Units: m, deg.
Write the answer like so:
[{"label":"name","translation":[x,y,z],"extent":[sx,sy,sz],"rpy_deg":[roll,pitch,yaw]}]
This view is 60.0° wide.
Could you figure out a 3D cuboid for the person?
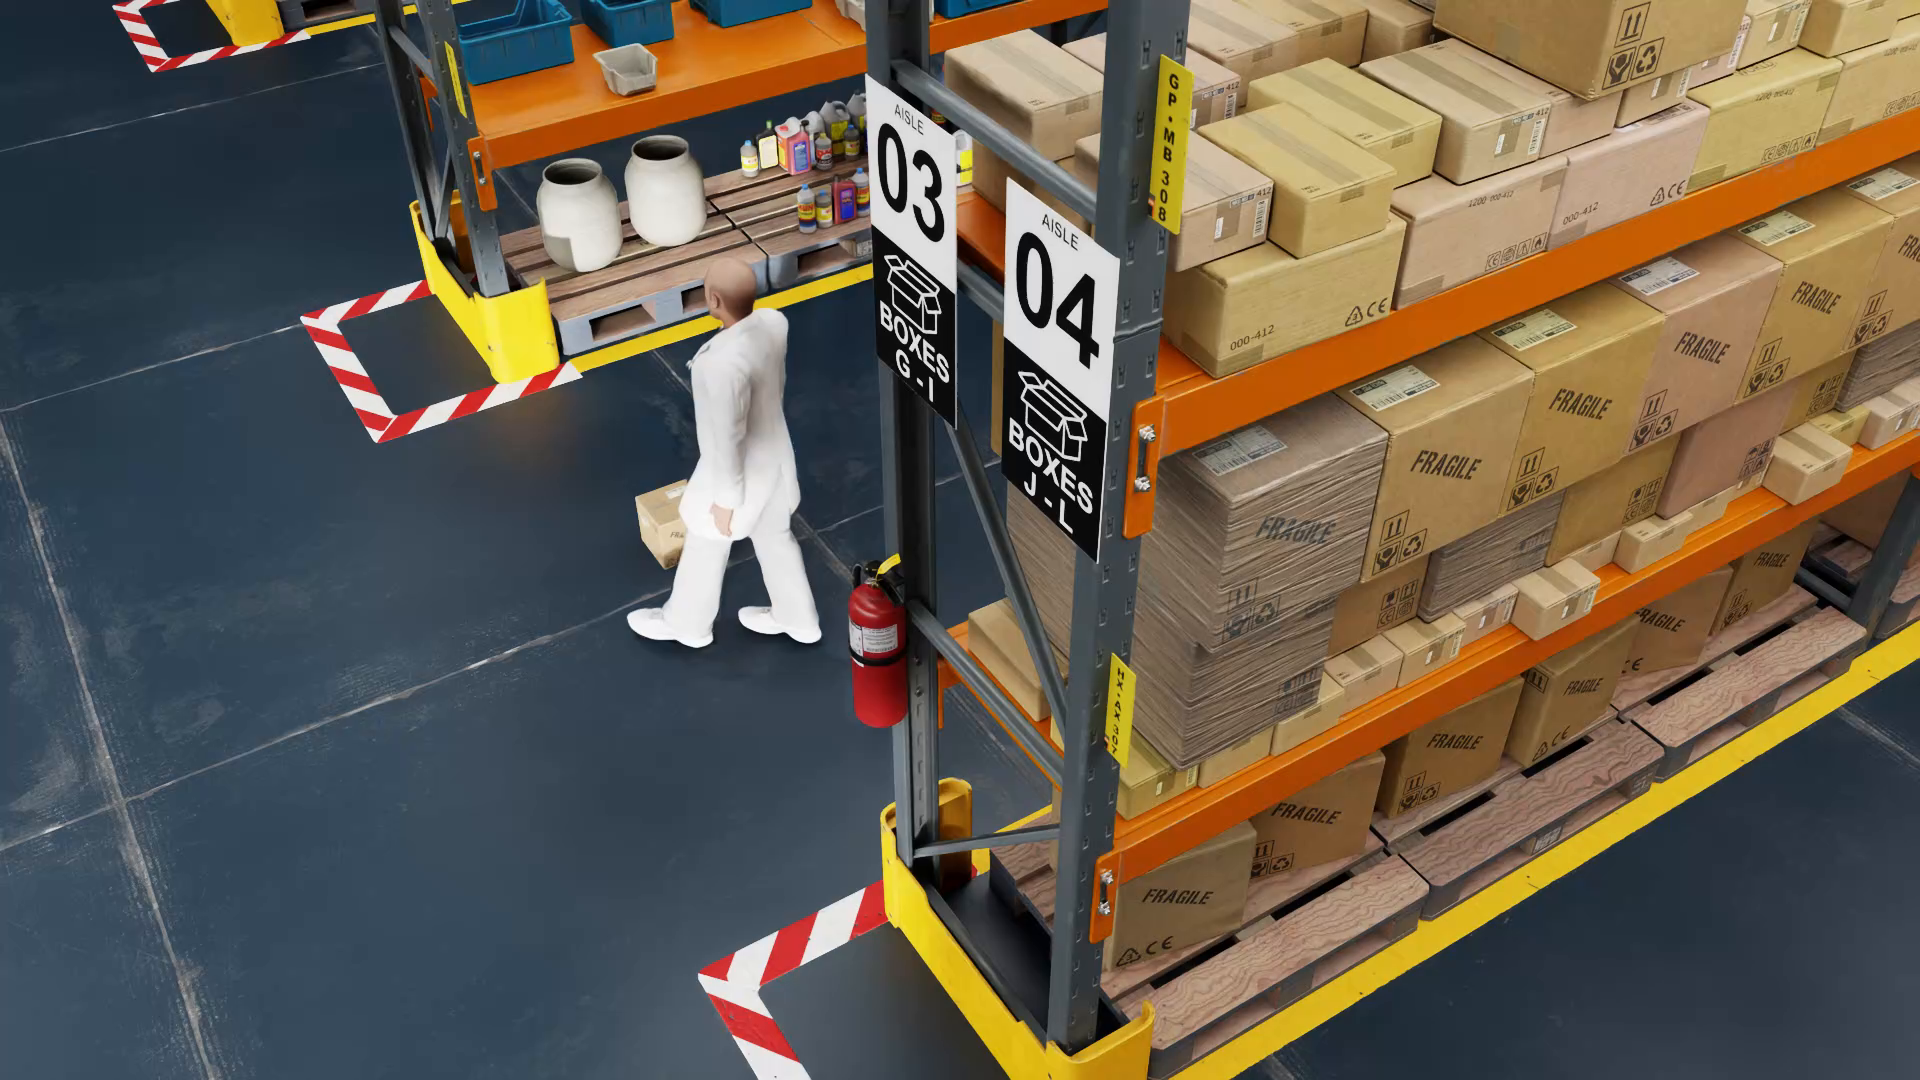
[{"label":"person","translation":[-0.956,-0.330,6.535],"extent":[0.777,1.762,0.635],"rpy_deg":[15,42,17]}]
